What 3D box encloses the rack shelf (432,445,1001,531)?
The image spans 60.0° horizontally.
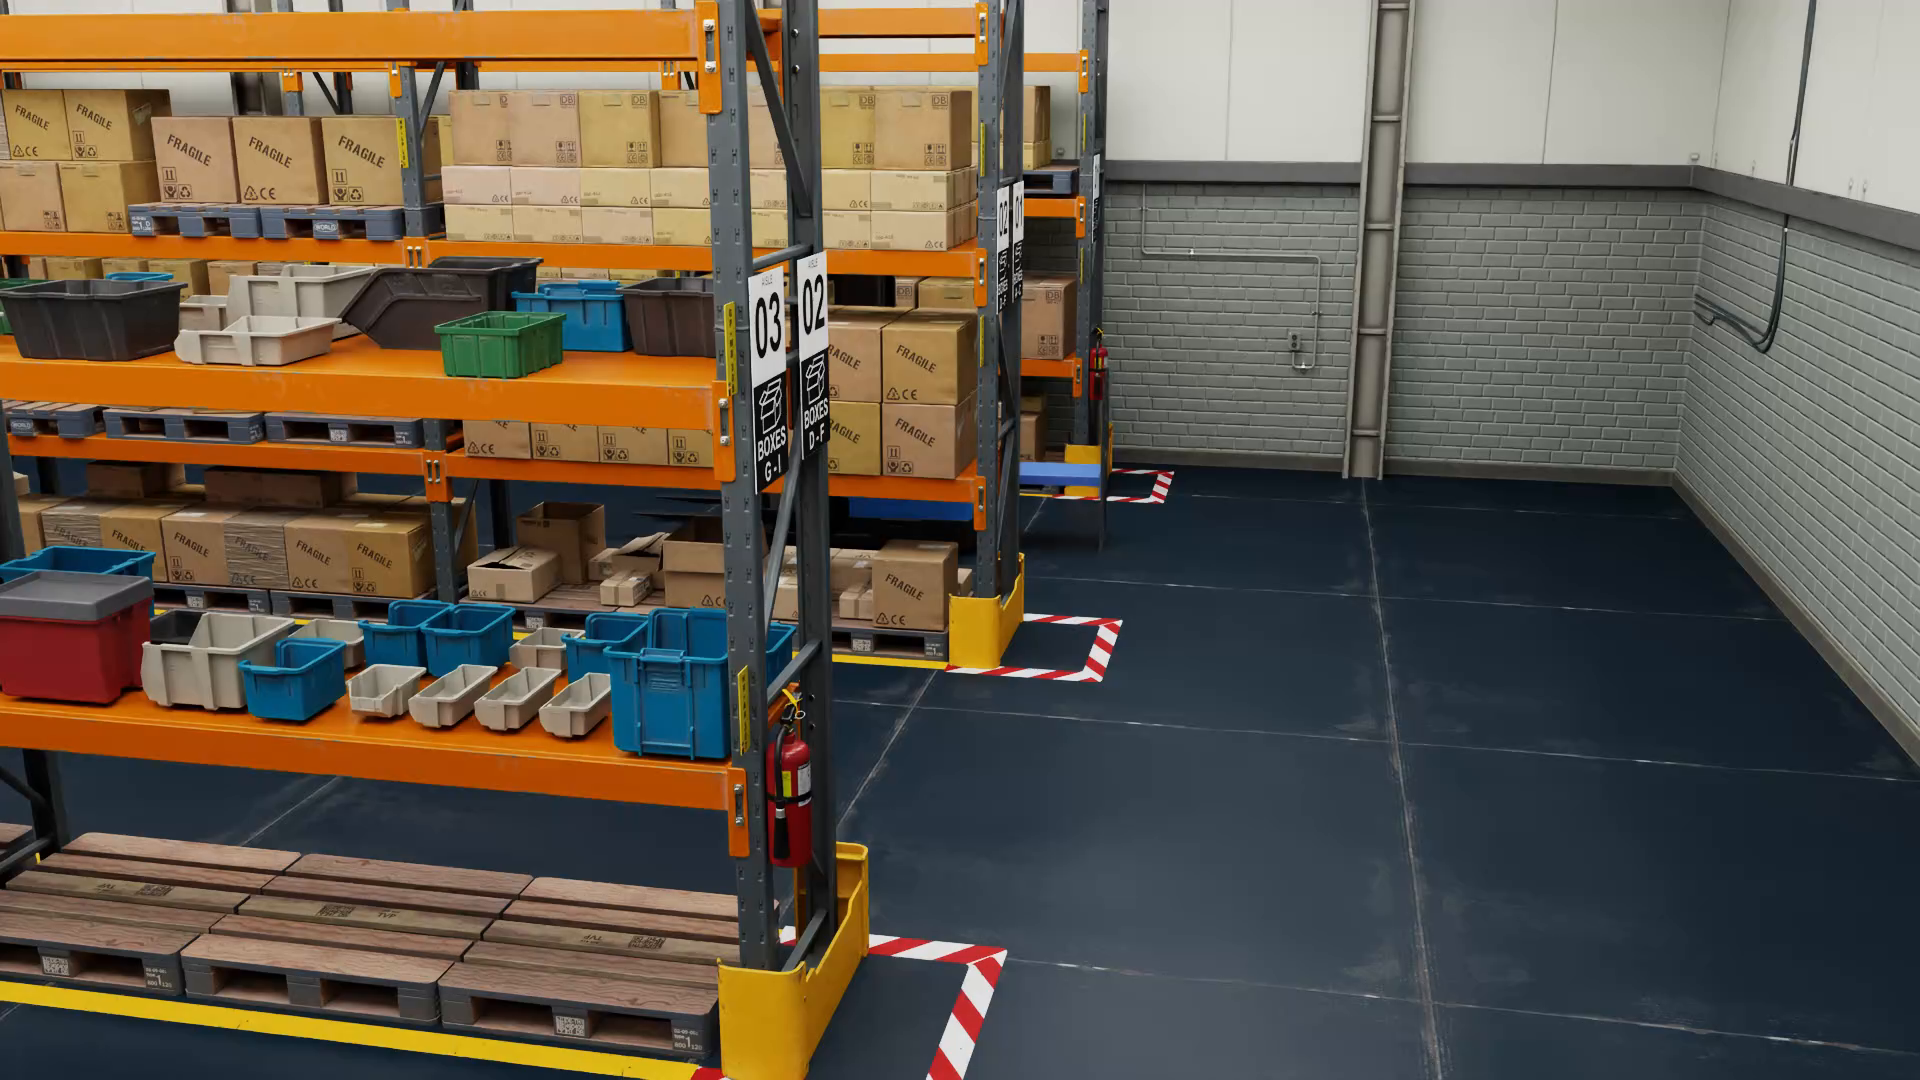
[{"bbox_3d":[-1.686,-0.480,11.953,4.000,0.370,1.077,3,16,11],"label":"rack shelf"}]

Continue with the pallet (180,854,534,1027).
[{"bbox_3d":[-2.710,1.800,7.599,1.213,0.211,1.003,3,16,11],"label":"pallet"}]

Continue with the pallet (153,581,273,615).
[{"bbox_3d":[-5.650,0.313,12.966,1.213,0.211,1.003,3,16,11],"label":"pallet"}]

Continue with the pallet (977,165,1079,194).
[{"bbox_3d":[0.528,-3.456,15.896,1.213,0.211,1.003,3,16,11],"label":"pallet"}]

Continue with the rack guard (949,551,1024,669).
[{"bbox_3d":[0.199,0.480,11.821,0.348,0.500,1.175,3,16,11],"label":"rack guard"}]

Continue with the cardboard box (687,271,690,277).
[{"bbox_3d":[-3.063,-2.521,17.190,0.500,0.500,0.500,3,16,9],"label":"cardboard box"}]

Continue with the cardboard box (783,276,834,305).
[{"bbox_3d":[-1.420,-2.300,16.615,0.700,0.700,0.980,3,16,10],"label":"cardboard box"}]

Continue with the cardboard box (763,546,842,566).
[{"bbox_3d":[-1.183,0.237,12.345,0.500,0.250,0.500,3,16,11],"label":"cardboard box"}]

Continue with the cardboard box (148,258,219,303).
[{"bbox_3d":[-8.270,-2.785,17.915,0.500,0.500,0.700,3,16,11],"label":"cardboard box"}]

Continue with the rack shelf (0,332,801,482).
[{"bbox_3d":[-2.677,-0.630,6.875,4.000,0.370,1.077,3,16,11],"label":"rack shelf"}]

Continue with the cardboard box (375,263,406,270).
[{"bbox_3d":[-5.662,-2.884,17.099,0.500,0.250,0.500,3,16,10],"label":"cardboard box"}]

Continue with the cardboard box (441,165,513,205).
[{"bbox_3d":[-3.219,-2.456,11.466,0.500,0.250,0.500,3,16,11],"label":"cardboard box"}]

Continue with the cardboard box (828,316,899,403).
[{"bbox_3d":[-0.713,-1.229,11.248,0.500,0.500,0.500,4,16,13],"label":"cardboard box"}]

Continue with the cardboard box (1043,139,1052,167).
[{"bbox_3d":[0.591,-3.743,16.074,0.500,0.250,0.500,4,16,14],"label":"cardboard box"}]

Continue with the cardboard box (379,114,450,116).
[{"bbox_3d":[-5.566,-4.122,17.125,0.500,0.500,0.700,2,16,8],"label":"cardboard box"}]

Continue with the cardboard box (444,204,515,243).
[{"bbox_3d":[-3.219,-2.216,11.533,0.500,0.250,0.500,3,16,11],"label":"cardboard box"}]

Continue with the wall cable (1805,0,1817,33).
[{"bbox_3d":[6.189,-4.743,11.113,0.112,2.526,3.097,3,16,11],"label":"wall cable"}]

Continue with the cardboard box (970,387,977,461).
[{"bbox_3d":[-0.109,-0.861,11.794,0.500,0.500,0.500,3,16,12],"label":"cardboard box"}]

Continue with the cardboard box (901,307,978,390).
[{"bbox_3d":[-0.109,-1.343,11.660,0.500,0.500,0.500,4,16,13],"label":"cardboard box"}]

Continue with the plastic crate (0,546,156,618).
[{"bbox_3d":[-4.112,0.277,7.790,0.575,0.384,0.392,3,16,11],"label":"plastic crate"}]

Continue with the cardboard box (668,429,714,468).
[{"bbox_3d":[-1.710,-0.802,11.583,0.500,0.500,0.500,3,16,10],"label":"cardboard box"}]

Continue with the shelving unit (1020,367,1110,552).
[{"bbox_3d":[0.726,-0.704,14.225,1.048,1.500,0.538,2,16,8],"label":"shelving unit"}]

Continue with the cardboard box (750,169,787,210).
[{"bbox_3d":[-1.260,-2.349,11.079,0.500,0.250,0.500,3,16,11],"label":"cardboard box"}]

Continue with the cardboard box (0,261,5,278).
[{"bbox_3d":[-10.921,-3.033,18.661,0.500,0.500,0.500,3,16,10],"label":"cardboard box"}]

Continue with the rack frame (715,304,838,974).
[{"bbox_3d":[-0.717,0.575,6.796,0.127,3.000,1.000,3,16,11],"label":"rack frame"}]

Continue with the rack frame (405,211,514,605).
[{"bbox_3d":[-3.646,-0.933,12.241,0.127,3.000,1.000,3,16,11],"label":"rack frame"}]

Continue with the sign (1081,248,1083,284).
[{"bbox_3d":[1.135,-2.547,15.456,0.005,0.325,0.100,3,16,11],"label":"sign"}]

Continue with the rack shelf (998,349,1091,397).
[{"bbox_3d":[-0.703,-1.776,16.632,4.000,0.370,1.077,3,16,11],"label":"rack shelf"}]

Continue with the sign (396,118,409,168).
[{"bbox_3d":[-3.753,-2.672,11.194,0.005,0.325,0.100,3,16,11],"label":"sign"}]

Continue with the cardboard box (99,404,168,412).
[{"bbox_3d":[-6.068,-1.294,12.569,0.500,0.500,0.700,6,17,22],"label":"cardboard box"}]

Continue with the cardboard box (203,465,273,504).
[{"bbox_3d":[-5.543,-0.471,13.027,0.500,0.250,0.500,3,16,10],"label":"cardboard box"}]

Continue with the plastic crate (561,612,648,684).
[{"bbox_3d":[-1.539,0.493,7.295,0.300,0.233,0.416,3,16,11],"label":"plastic crate"}]

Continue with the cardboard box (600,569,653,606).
[{"bbox_3d":[-2.428,0.343,12.119,0.250,0.166,0.380,3,16,11],"label":"cardboard box"}]

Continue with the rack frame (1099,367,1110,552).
[{"bbox_3d":[1.230,-0.685,14.157,0.032,1.500,0.500,2,16,8],"label":"rack frame"}]

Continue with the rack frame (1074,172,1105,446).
[{"bbox_3d":[1.257,-2.016,16.152,0.127,3.000,1.000,3,16,11],"label":"rack frame"}]

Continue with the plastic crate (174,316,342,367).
[{"bbox_3d":[-2.792,-0.788,6.593,0.530,0.136,0.437,3,16,11],"label":"plastic crate"}]

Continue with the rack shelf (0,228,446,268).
[{"bbox_3d":[-5.606,-2.138,12.321,4.000,0.370,1.077,3,16,11],"label":"rack shelf"}]

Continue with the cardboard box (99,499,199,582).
[{"bbox_3d":[-6.172,0.000,12.730,0.500,0.500,0.500,3,16,10],"label":"cardboard box"}]

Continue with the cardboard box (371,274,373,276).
[{"bbox_3d":[-6.158,-2.550,17.297,0.500,0.500,0.500,4,16,13],"label":"cardboard box"}]

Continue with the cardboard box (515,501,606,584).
[{"bbox_3d":[-3.031,0.016,12.674,0.500,0.500,0.500,3,16,11],"label":"cardboard box"}]

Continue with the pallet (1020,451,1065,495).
[{"bbox_3d":[0.458,-0.694,16.604,1.213,0.211,1.003,3,16,11],"label":"pallet"}]

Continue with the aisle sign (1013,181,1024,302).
[{"bbox_3d":[0.399,-2.046,11.390,0.004,0.787,0.394,3,16,11],"label":"aisle sign"}]

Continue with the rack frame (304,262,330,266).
[{"bbox_3d":[-6.583,-2.442,17.688,0.127,3.000,1.000,3,16,11],"label":"rack frame"}]

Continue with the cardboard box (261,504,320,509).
[{"bbox_3d":[-5.085,-0.084,13.034,0.500,0.500,0.500,3,16,12],"label":"cardboard box"}]

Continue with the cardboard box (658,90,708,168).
[{"bbox_3d":[-1.689,-2.817,11.364,0.500,0.500,0.700,3,16,11],"label":"cardboard box"}]

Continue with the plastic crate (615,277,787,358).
[{"bbox_3d":[-1.039,-0.901,6.750,0.590,0.269,0.497,3,16,11],"label":"plastic crate"}]

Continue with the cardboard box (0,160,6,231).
[{"bbox_3d":[-7.132,-2.625,12.543,0.500,0.500,0.910,3,16,11],"label":"cardboard box"}]

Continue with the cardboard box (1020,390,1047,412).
[{"bbox_3d":[0.713,-1.383,16.548,0.250,0.149,0.380,3,16,11],"label":"cardboard box"}]

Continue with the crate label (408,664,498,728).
[{"bbox_3d":[-2.111,0.650,6.908,0.243,0.136,0.396,3,16,11],"label":"crate label"}]

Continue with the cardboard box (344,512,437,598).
[{"bbox_3d":[-4.187,0.108,12.340,0.500,0.500,0.500,3,16,11],"label":"cardboard box"}]

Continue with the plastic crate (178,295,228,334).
[{"bbox_3d":[-3.315,-0.988,7.314,0.466,0.136,0.293,3,16,11],"label":"plastic crate"}]

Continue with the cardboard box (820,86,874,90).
[{"bbox_3d":[-1.030,-4.052,15.786,0.500,0.500,0.500,3,16,11],"label":"cardboard box"}]

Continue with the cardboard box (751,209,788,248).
[{"bbox_3d":[-1.263,-2.104,11.132,0.500,0.250,0.500,3,16,11],"label":"cardboard box"}]

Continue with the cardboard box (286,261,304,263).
[{"bbox_3d":[-6.927,-3.025,17.567,0.250,0.149,0.380,1,16,4],"label":"cardboard box"}]

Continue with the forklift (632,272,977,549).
[{"bbox_3d":[-1.312,-1.462,14.278,3.031,2.935,1.130,2,16,8],"label":"forklift"}]

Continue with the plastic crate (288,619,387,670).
[{"bbox_3d":[-2.871,0.475,7.540,0.466,0.136,0.293,3,16,11],"label":"plastic crate"}]

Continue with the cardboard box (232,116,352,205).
[{"bbox_3d":[-4.785,-2.753,12.031,0.600,0.600,0.600,3,16,10],"label":"cardboard box"}]

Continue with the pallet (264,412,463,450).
[{"bbox_3d":[-4.408,-0.911,12.523,1.213,0.211,1.003,3,16,11],"label":"pallet"}]
